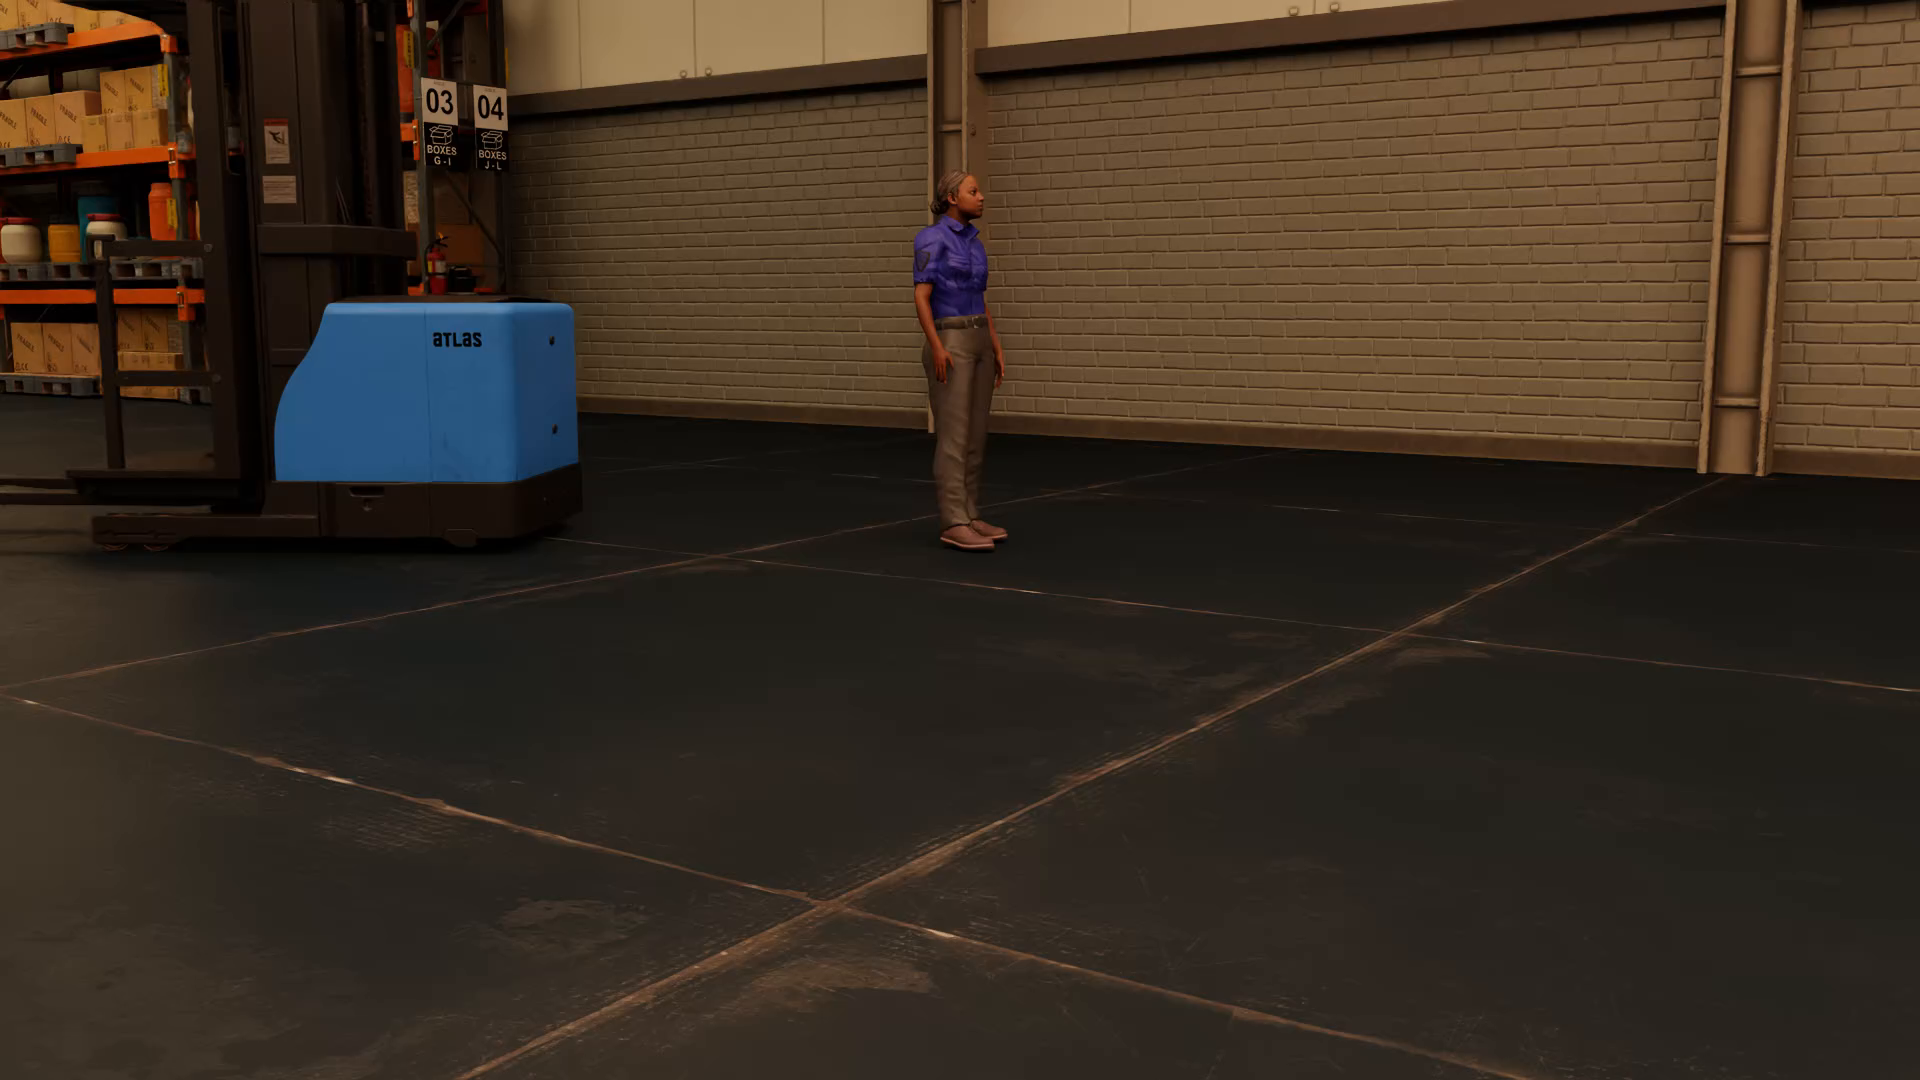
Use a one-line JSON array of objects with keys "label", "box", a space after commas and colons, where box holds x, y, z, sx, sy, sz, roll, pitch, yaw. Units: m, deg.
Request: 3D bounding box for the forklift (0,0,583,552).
[{"label": "forklift", "box": [-3.370, -1.473, 7.552, 3.031, 2.935, 1.130, 1, 8, 4]}]

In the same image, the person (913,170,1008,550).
[{"label": "person", "box": [0.061, -0.817, 7.421, 0.504, 1.654, 0.569, 5, 10, 34]}]
